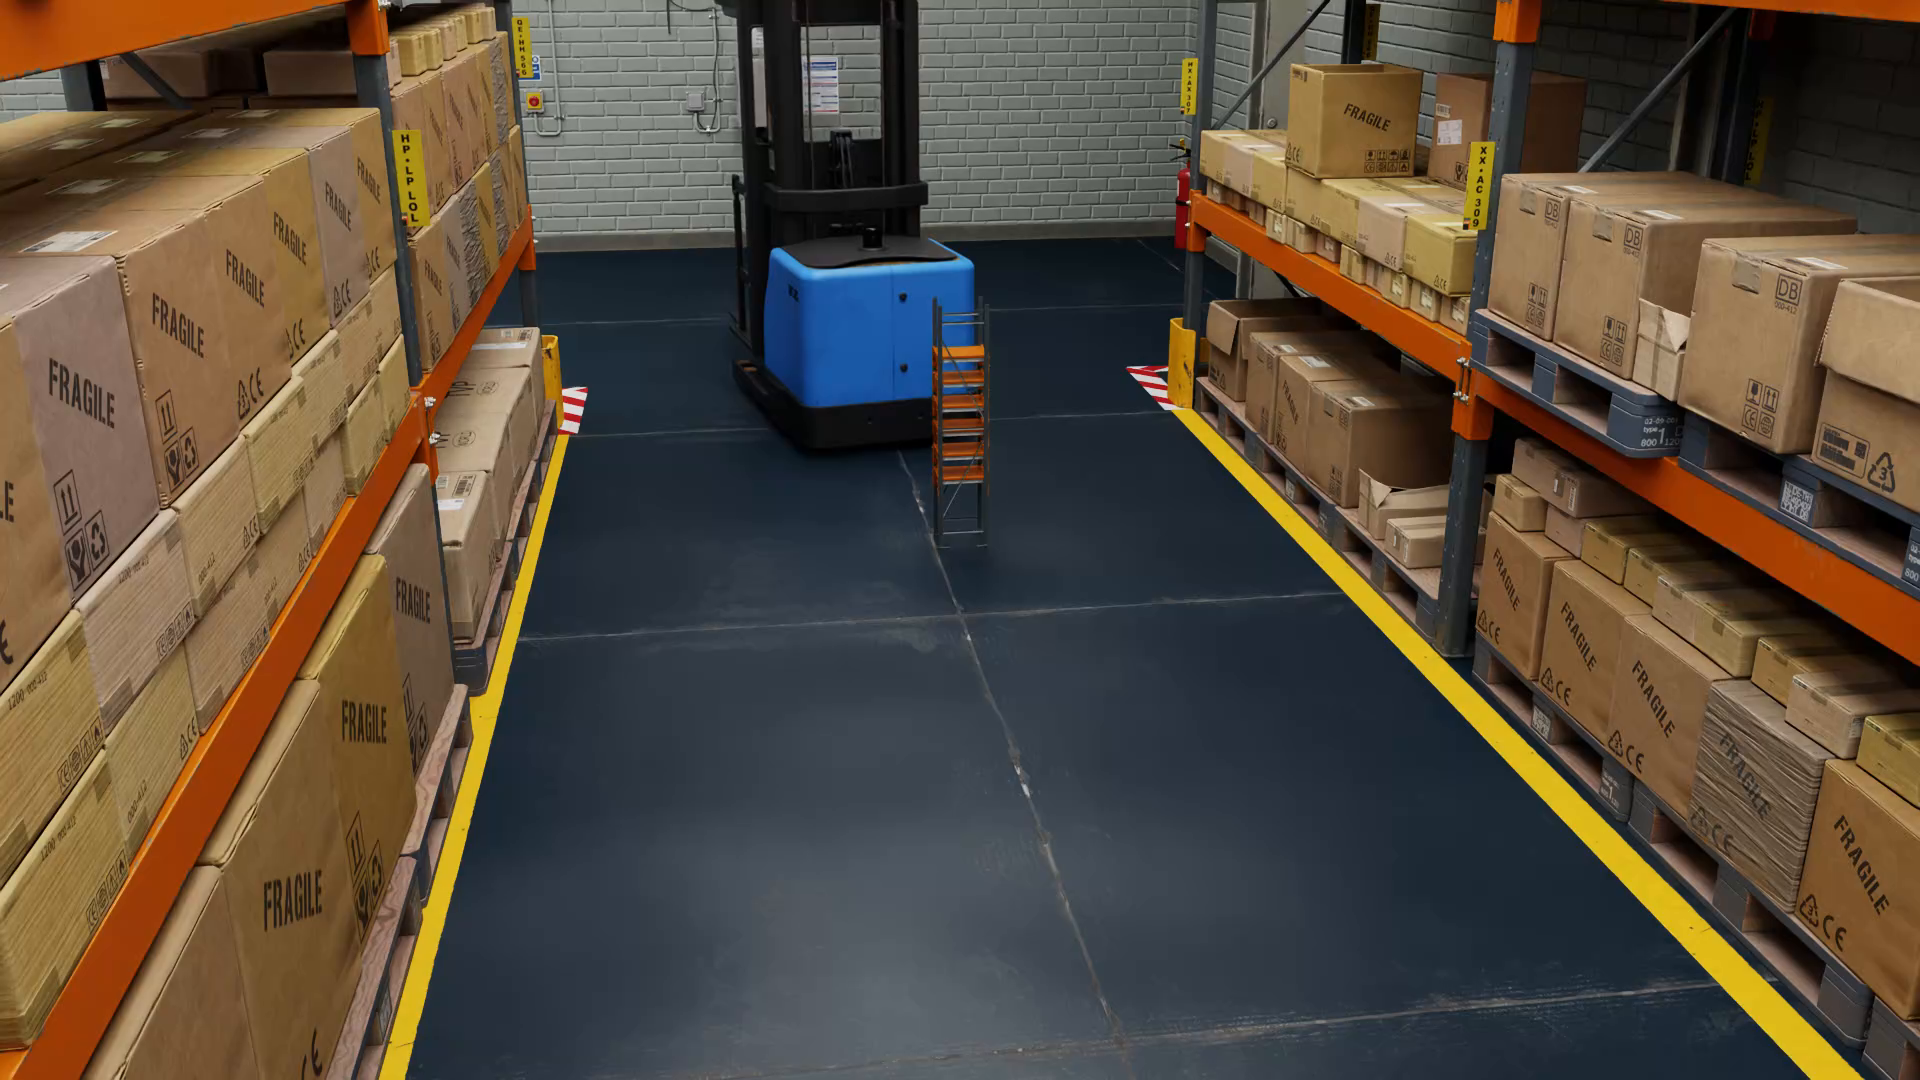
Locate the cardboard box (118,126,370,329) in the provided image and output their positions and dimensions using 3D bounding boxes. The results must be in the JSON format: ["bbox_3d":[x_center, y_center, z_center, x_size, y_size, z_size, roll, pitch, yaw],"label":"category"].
[{"bbox_3d":[-2.027,-0.898,4.761,0.500,0.500,0.500,-3,21,-7],"label":"cardboard box"}]

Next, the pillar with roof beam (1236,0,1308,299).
[{"bbox_3d":[-1.843,-5.912,11.185,9.100,9.000,0.400,-3,21,-8],"label":"pillar with roof beam"}]

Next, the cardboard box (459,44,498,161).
[{"bbox_3d":[-2.520,-2.098,7.974,0.500,0.500,0.500,-3,21,-8],"label":"cardboard box"}]

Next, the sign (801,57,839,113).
[{"bbox_3d":[-1.275,-4.147,15.169,0.329,0.494,0.001,-3,21,-8],"label":"sign"}]

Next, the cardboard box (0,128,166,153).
[{"bbox_3d":[-2.542,-0.877,4.706,0.500,0.500,0.500,-3,21,-8],"label":"cardboard box"}]

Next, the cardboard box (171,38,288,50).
[{"bbox_3d":[-2.737,-1.797,6.241,0.380,0.149,0.250,-3,21,-8],"label":"cardboard box"}]

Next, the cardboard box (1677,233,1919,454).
[{"bbox_3d":[2.526,-0.569,4.709,0.700,0.500,0.500,-3,21,-8],"label":"cardboard box"}]

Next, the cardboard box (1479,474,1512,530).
[{"bbox_3d":[2.629,-0.133,7.528,0.500,0.311,0.500,-2,21,-6],"label":"cardboard box"}]

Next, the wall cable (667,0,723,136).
[{"bbox_3d":[-2.432,-4.591,14.769,0.588,1.984,0.122,-3,21,-8],"label":"wall cable"}]

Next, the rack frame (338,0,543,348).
[{"bbox_3d":[-2.998,-2.088,9.521,1.000,3.000,0.127,-3,21,-8],"label":"rack frame"}]

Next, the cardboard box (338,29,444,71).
[{"bbox_3d":[-2.326,-2.002,6.790,0.380,0.149,0.250,-4,21,-9],"label":"cardboard box"}]

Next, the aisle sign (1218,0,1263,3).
[{"bbox_3d":[1.613,-3.567,9.763,0.394,0.787,0.004,-3,21,-8],"label":"aisle sign"}]

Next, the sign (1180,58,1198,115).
[{"bbox_3d":[1.376,-2.718,9.970,0.100,0.325,0.005,-3,21,-8],"label":"sign"}]

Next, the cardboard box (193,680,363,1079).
[{"bbox_3d":[-1.986,0.928,3.882,0.875,0.875,0.875,-3,21,-7],"label":"cardboard box"}]

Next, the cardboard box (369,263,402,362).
[{"bbox_3d":[-2.117,-0.727,5.376,0.500,0.250,0.500,-3,21,-8],"label":"cardboard box"}]

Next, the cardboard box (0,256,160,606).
[{"bbox_3d":[-1.755,-0.188,2.861,0.500,0.500,0.500,-3,21,-8],"label":"cardboard box"}]

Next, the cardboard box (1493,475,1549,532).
[{"bbox_3d":[2.278,-0.147,6.368,0.380,0.149,0.250,-2,21,-5],"label":"cardboard box"}]

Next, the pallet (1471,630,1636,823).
[{"bbox_3d":[2.645,0.631,6.226,1.003,0.211,1.213,-3,21,-8],"label":"pallet"}]

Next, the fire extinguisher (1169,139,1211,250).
[{"bbox_3d":[1.435,-2.157,10.347,0.296,0.674,0.183,-3,21,-8],"label":"fire extinguisher"}]

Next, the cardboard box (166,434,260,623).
[{"bbox_3d":[-1.806,-0.023,3.490,0.500,0.250,0.500,-3,21,-8],"label":"cardboard box"}]

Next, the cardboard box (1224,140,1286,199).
[{"bbox_3d":[1.785,-2.064,9.244,0.500,0.250,0.500,-3,21,-7],"label":"cardboard box"}]

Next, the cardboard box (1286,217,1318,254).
[{"bbox_3d":[1.884,-1.556,8.454,0.380,0.149,0.250,-2,21,-7],"label":"cardboard box"}]

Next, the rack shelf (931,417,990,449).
[{"bbox_3d":[0.002,-0.515,8.008,0.258,0.103,0.180,-3,21,-8],"label":"rack shelf"}]

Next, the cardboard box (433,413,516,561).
[{"bbox_3d":[-2.535,-0.233,7.614,0.875,0.438,0.875,-4,21,-9],"label":"cardboard box"}]

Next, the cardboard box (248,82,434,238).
[{"bbox_3d":[-2.250,-1.396,6.094,0.500,0.500,0.500,-3,21,-7],"label":"cardboard box"}]

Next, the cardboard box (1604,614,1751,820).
[{"bbox_3d":[2.491,0.555,5.416,0.500,0.500,0.500,-4,21,-9],"label":"cardboard box"}]

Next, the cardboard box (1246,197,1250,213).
[{"bbox_3d":[1.844,-1.920,9.428,0.380,0.149,0.250,-3,21,-8],"label":"cardboard box"}]

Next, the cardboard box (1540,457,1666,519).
[{"bbox_3d":[2.363,-0.199,6.082,0.380,0.149,0.250,-4,21,-10],"label":"cardboard box"}]

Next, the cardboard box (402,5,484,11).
[{"bbox_3d":[-2.688,-2.707,8.677,0.380,0.149,0.250,-3,21,-7],"label":"cardboard box"}]

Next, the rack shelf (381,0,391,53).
[{"bbox_3d":[-2.710,-2.464,7.268,1.077,0.370,4.000,-3,21,-8],"label":"rack shelf"}]

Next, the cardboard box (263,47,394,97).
[{"bbox_3d":[-2.210,-1.645,5.835,0.380,0.149,0.250,-3,21,-9],"label":"cardboard box"}]

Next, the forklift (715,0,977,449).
[{"bbox_3d":[-0.862,-2.371,10.376,1.130,2.935,3.031,-7,22,-18],"label":"forklift"}]

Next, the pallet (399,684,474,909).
[{"bbox_3d":[-2.235,0.866,5.596,1.003,0.211,1.213,-3,21,-8],"label":"pallet"}]

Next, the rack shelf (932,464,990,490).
[{"bbox_3d":[0.002,-0.291,8.092,0.258,0.103,0.180,-3,21,-8],"label":"rack shelf"}]

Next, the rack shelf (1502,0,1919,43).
[{"bbox_3d":[2.778,-1.331,4.234,1.077,0.370,4.000,-3,21,-8],"label":"rack shelf"}]

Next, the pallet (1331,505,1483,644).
[{"bbox_3d":[2.392,0.113,7.611,1.003,0.211,1.213,-3,21,-8],"label":"pallet"}]

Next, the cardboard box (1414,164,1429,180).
[{"bbox_3d":[2.457,-1.732,8.356,0.500,0.250,0.500,-3,21,-8],"label":"cardboard box"}]

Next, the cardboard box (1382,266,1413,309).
[{"bbox_3d":[2.074,-1.113,7.268,0.380,0.149,0.250,-2,21,-6],"label":"cardboard box"}]

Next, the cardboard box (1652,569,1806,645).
[{"bbox_3d":[2.495,0.216,5.397,0.380,0.149,0.250,-3,21,-8],"label":"cardboard box"}]

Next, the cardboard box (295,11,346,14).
[{"bbox_3d":[-3.133,-2.498,8.117,0.380,0.149,0.250,-4,21,-10],"label":"cardboard box"}]

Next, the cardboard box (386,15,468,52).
[{"bbox_3d":[-2.510,-2.354,7.734,0.380,0.149,0.250,-2,21,-6],"label":"cardboard box"}]

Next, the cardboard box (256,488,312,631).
[{"bbox_3d":[-1.902,0.040,4.036,0.500,0.250,0.500,-3,21,-8],"label":"cardboard box"}]

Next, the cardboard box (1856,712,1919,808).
[{"bbox_3d":[2.651,0.576,4.433,0.380,0.149,0.250,-3,21,-9],"label":"cardboard box"}]

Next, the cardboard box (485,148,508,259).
[{"bbox_3d":[-2.525,-1.630,8.149,0.500,0.500,0.500,-2,21,-6],"label":"cardboard box"}]

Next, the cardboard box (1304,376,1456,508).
[{"bbox_3d":[2.142,-0.492,8.219,0.700,0.500,0.500,-4,21,-10],"label":"cardboard box"}]

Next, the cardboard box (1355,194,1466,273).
[{"bbox_3d":[2.088,-1.361,7.362,0.500,0.250,0.500,-3,21,-8],"label":"cardboard box"}]

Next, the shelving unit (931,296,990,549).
[{"bbox_3d":[0.002,-0.557,7.993,0.258,1.200,0.189,-3,21,-8],"label":"shelving unit"}]

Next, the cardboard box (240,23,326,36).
[{"bbox_3d":[-2.953,-2.143,7.169,0.380,0.149,0.250,-3,21,-8],"label":"cardboard box"}]

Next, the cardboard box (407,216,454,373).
[{"bbox_3d":[-2.230,-0.926,6.266,0.500,0.500,0.500,-2,21,-6],"label":"cardboard box"}]
